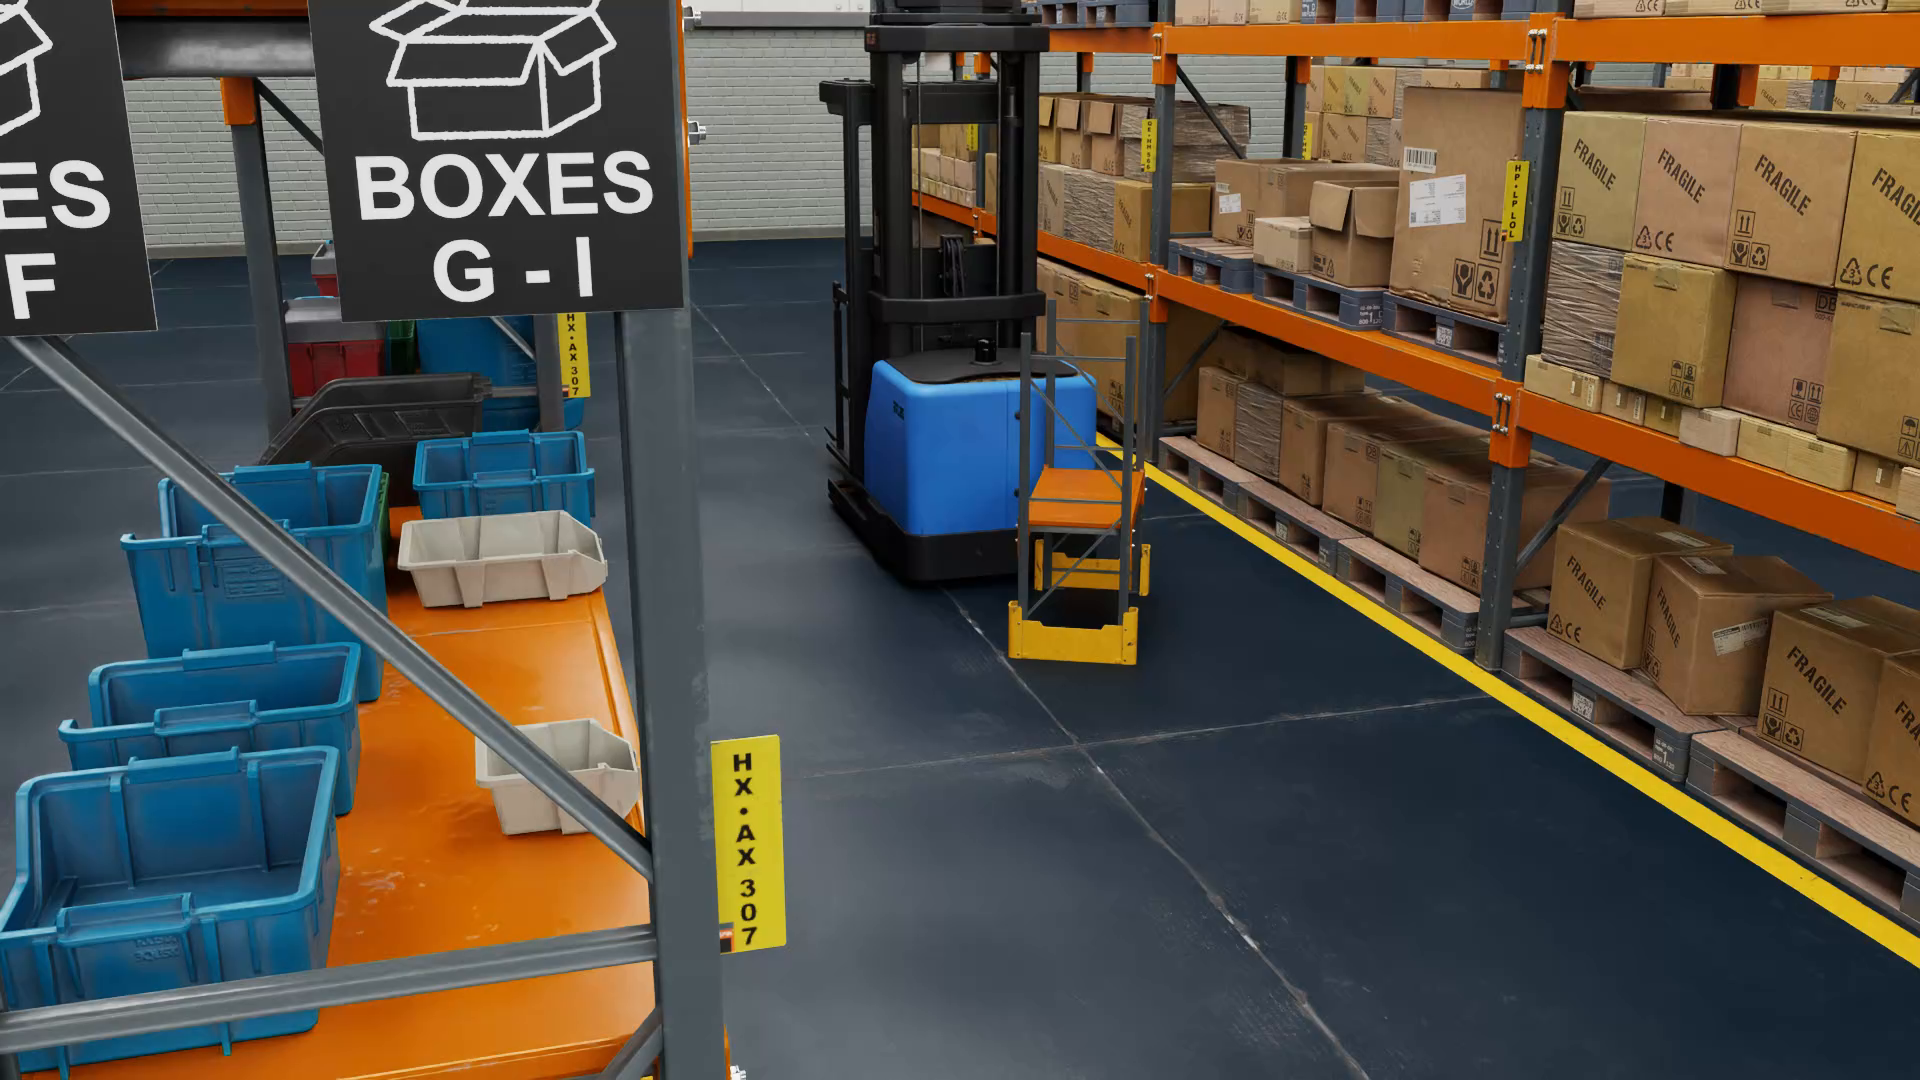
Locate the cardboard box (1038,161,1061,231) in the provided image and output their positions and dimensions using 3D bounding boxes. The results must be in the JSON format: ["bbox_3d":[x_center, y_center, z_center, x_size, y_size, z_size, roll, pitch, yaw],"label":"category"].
[{"bbox_3d":[0.798,-2.731,13.154,0.500,0.500,0.500,-5,17,-17],"label":"cardboard box"}]

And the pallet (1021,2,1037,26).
[{"bbox_3d":[0.936,-4.202,13.347,0.805,0.209,1.217,-5,18,-17],"label":"pallet"}]

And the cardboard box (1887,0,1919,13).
[{"bbox_3d":[3.141,-1.685,4.894,0.500,0.250,0.500,-5,17,-16],"label":"cardboard box"}]

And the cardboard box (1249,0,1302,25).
[{"bbox_3d":[1.911,-2.932,9.045,0.500,0.250,0.500,-4,17,-14],"label":"cardboard box"}]

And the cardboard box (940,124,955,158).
[{"bbox_3d":[0.119,-3.782,15.268,0.500,0.500,0.500,-5,17,-15],"label":"cardboard box"}]

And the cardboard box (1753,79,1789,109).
[{"bbox_3d":[9.359,-4.946,18.793,0.500,0.500,0.500,-5,17,-15],"label":"cardboard box"}]

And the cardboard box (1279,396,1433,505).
[{"bbox_3d":[2.266,-0.522,9.555,0.700,0.500,0.500,-3,17,-11],"label":"cardboard box"}]

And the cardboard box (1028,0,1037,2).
[{"bbox_3d":[0.851,-4.392,13.069,0.500,0.311,0.500,-5,18,-17],"label":"cardboard box"}]

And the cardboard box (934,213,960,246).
[{"bbox_3d":[0.284,-2.728,16.285,0.875,0.875,0.875,-5,17,-15],"label":"cardboard box"}]

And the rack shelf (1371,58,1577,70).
[{"bbox_3d":[4.883,-5.117,17.308,1.077,0.370,4.000,-5,17,-15],"label":"rack shelf"}]

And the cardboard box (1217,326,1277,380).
[{"bbox_3d":[1.949,-1.190,10.478,0.500,0.250,0.500,-4,17,-13],"label":"cardboard box"}]

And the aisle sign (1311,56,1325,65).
[{"bbox_3d":[4.025,-5.819,19.092,0.394,0.787,0.004,-5,17,-15],"label":"aisle sign"}]

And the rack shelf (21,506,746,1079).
[{"bbox_3d":[-1.378,0.395,4.173,1.077,0.370,4.000,-5,17,-15],"label":"rack shelf"}]

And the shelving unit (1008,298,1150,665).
[{"bbox_3d":[0.597,-0.316,7.897,0.587,1.500,1.083,3,17,9],"label":"shelving unit"}]

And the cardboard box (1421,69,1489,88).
[{"bbox_3d":[4.897,-4.392,16.430,0.500,0.500,0.500,-5,18,-17],"label":"cardboard box"}]

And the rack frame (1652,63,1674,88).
[{"bbox_3d":[9.065,-4.997,20.874,1.000,3.000,0.127,-5,17,-15],"label":"rack frame"}]

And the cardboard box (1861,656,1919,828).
[{"bbox_3d":[3.428,0.697,5.533,0.500,0.500,0.500,-3,17,-10],"label":"cardboard box"}]

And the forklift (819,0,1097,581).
[{"bbox_3d":[-0.173,-1.578,9.610,1.130,2.935,3.031,-5,17,-15],"label":"forklift"}]

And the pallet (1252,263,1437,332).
[{"bbox_3d":[2.319,-1.364,9.114,1.003,0.211,1.213,-5,17,-15],"label":"pallet"}]

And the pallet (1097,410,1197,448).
[{"bbox_3d":[1.591,-0.889,12.045,1.003,0.211,1.213,-5,17,-15],"label":"pallet"}]

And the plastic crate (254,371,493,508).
[{"bbox_3d":[-1.906,-0.318,5.405,0.767,0.338,0.504,-5,17,-15],"label":"plastic crate"}]

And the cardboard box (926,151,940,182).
[{"bbox_3d":[-0.022,-3.563,15.844,0.500,0.250,0.500,-4,17,-14],"label":"cardboard box"}]

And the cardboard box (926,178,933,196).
[{"bbox_3d":[-0.116,-3.401,15.996,0.380,0.149,0.250,-5,17,-16],"label":"cardboard box"}]

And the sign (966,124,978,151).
[{"bbox_3d":[0.103,-3.515,14.298,0.100,0.325,0.005,-5,17,-15],"label":"sign"}]

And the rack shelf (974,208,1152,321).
[{"bbox_3d":[1.186,-2.209,12.844,1.077,0.370,4.000,-5,17,-15],"label":"rack shelf"}]

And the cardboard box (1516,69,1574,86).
[{"bbox_3d":[5.543,-4.285,16.073,0.500,0.500,0.500,-4,17,-14],"label":"cardboard box"}]

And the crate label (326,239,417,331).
[{"bbox_3d":[-3.014,-1.330,8.604,0.502,0.435,0.616,-5,17,-15],"label":"crate label"}]

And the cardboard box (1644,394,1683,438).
[{"bbox_3d":[2.834,-0.485,6.290,0.380,0.149,0.250,-5,17,-15],"label":"cardboard box"}]

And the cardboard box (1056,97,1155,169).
[{"bbox_3d":[1.183,-3.098,12.634,0.797,0.503,0.637,-4,17,-13],"label":"cardboard box"}]

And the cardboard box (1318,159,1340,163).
[{"bbox_3d":[4.240,-4.196,18.644,0.380,0.149,0.250,-5,17,-17],"label":"cardboard box"}]

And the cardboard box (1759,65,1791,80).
[{"bbox_3d":[9.283,-5.282,18.783,0.380,0.149,0.250,-5,17,-17],"label":"cardboard box"}]

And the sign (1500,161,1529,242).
[{"bbox_3d":[2.302,-1.404,6.899,0.100,0.325,0.005,-5,17,-15],"label":"sign"}]

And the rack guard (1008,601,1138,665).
[{"bbox_3d":[0.515,0.424,7.607,0.587,0.250,0.087,3,17,9],"label":"rack guard"}]

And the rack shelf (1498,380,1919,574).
[{"bbox_3d":[3.384,0.004,5.477,1.077,0.370,4.000,-5,17,-15],"label":"rack shelf"}]

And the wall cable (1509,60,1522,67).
[{"bbox_3d":[8.854,-7.157,26.298,0.588,1.984,0.122,-5,17,-15],"label":"wall cable"}]

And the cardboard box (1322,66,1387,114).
[{"bbox_3d":[4.347,-4.963,18.330,0.500,0.500,0.500,-4,17,-14],"label":"cardboard box"}]

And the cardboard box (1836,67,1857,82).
[{"bbox_3d":[9.660,-5.008,17.870,0.380,0.149,0.250,-5,17,-16],"label":"cardboard box"}]

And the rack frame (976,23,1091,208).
[{"bbox_3d":[0.636,-3.107,14.582,1.000,3.000,0.127,-5,17,-15],"label":"rack frame"}]

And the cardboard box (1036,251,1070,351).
[{"bbox_3d":[1.078,-1.868,13.420,1.225,0.875,0.875,-5,18,-17],"label":"cardboard box"}]

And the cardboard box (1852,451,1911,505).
[{"bbox_3d":[3.142,-0.211,5.378,0.380,0.149,0.250,-5,17,-15],"label":"cardboard box"}]

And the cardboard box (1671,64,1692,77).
[{"bbox_3d":[8.897,-5.714,20.222,0.380,0.149,0.250,-4,17,-14],"label":"cardboard box"}]

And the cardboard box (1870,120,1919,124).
[{"bbox_3d":[3.498,-1.184,5.751,0.500,0.500,0.500,-5,17,-15],"label":"cardboard box"}]

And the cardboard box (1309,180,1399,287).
[{"bbox_3d":[2.270,-1.617,8.712,0.797,0.503,0.637,-3,17,-10],"label":"cardboard box"}]

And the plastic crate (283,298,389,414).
[{"bbox_3d":[-2.355,-0.643,6.268,0.402,0.464,0.583,-5,17,-15],"label":"plastic crate"}]

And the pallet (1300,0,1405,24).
[{"bbox_3d":[2.480,-2.707,8.361,1.213,0.211,1.003,-5,17,-15],"label":"pallet"}]

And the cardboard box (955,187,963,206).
[{"bbox_3d":[0.166,-3.117,15.050,0.380,0.149,0.250,-4,17,-14],"label":"cardboard box"}]

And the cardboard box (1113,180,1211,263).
[{"bbox_3d":[1.362,-2.165,11.273,0.500,0.500,0.500,-4,17,-14],"label":"cardboard box"}]

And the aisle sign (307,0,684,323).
[{"bbox_3d":[-0.527,-0.645,1.865,0.394,0.787,0.004,-5,17,-15],"label":"aisle sign"}]

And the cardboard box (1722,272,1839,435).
[{"bbox_3d":[3.237,-0.684,5.824,0.875,0.500,0.500,-5,17,-15],"label":"cardboard box"}]

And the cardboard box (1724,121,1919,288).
[{"bbox_3d":[2.990,-1.142,5.612,0.500,0.500,0.500,-5,17,-15],"label":"cardboard box"}]

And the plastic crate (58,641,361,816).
[{"bbox_3d":[-1.426,0.380,3.231,0.499,0.251,0.408,-5,17,-15],"label":"plastic crate"}]

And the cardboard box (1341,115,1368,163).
[{"bbox_3d":[4.486,-4.340,17.994,0.500,0.500,0.500,-4,17,-15],"label":"cardboard box"}]
